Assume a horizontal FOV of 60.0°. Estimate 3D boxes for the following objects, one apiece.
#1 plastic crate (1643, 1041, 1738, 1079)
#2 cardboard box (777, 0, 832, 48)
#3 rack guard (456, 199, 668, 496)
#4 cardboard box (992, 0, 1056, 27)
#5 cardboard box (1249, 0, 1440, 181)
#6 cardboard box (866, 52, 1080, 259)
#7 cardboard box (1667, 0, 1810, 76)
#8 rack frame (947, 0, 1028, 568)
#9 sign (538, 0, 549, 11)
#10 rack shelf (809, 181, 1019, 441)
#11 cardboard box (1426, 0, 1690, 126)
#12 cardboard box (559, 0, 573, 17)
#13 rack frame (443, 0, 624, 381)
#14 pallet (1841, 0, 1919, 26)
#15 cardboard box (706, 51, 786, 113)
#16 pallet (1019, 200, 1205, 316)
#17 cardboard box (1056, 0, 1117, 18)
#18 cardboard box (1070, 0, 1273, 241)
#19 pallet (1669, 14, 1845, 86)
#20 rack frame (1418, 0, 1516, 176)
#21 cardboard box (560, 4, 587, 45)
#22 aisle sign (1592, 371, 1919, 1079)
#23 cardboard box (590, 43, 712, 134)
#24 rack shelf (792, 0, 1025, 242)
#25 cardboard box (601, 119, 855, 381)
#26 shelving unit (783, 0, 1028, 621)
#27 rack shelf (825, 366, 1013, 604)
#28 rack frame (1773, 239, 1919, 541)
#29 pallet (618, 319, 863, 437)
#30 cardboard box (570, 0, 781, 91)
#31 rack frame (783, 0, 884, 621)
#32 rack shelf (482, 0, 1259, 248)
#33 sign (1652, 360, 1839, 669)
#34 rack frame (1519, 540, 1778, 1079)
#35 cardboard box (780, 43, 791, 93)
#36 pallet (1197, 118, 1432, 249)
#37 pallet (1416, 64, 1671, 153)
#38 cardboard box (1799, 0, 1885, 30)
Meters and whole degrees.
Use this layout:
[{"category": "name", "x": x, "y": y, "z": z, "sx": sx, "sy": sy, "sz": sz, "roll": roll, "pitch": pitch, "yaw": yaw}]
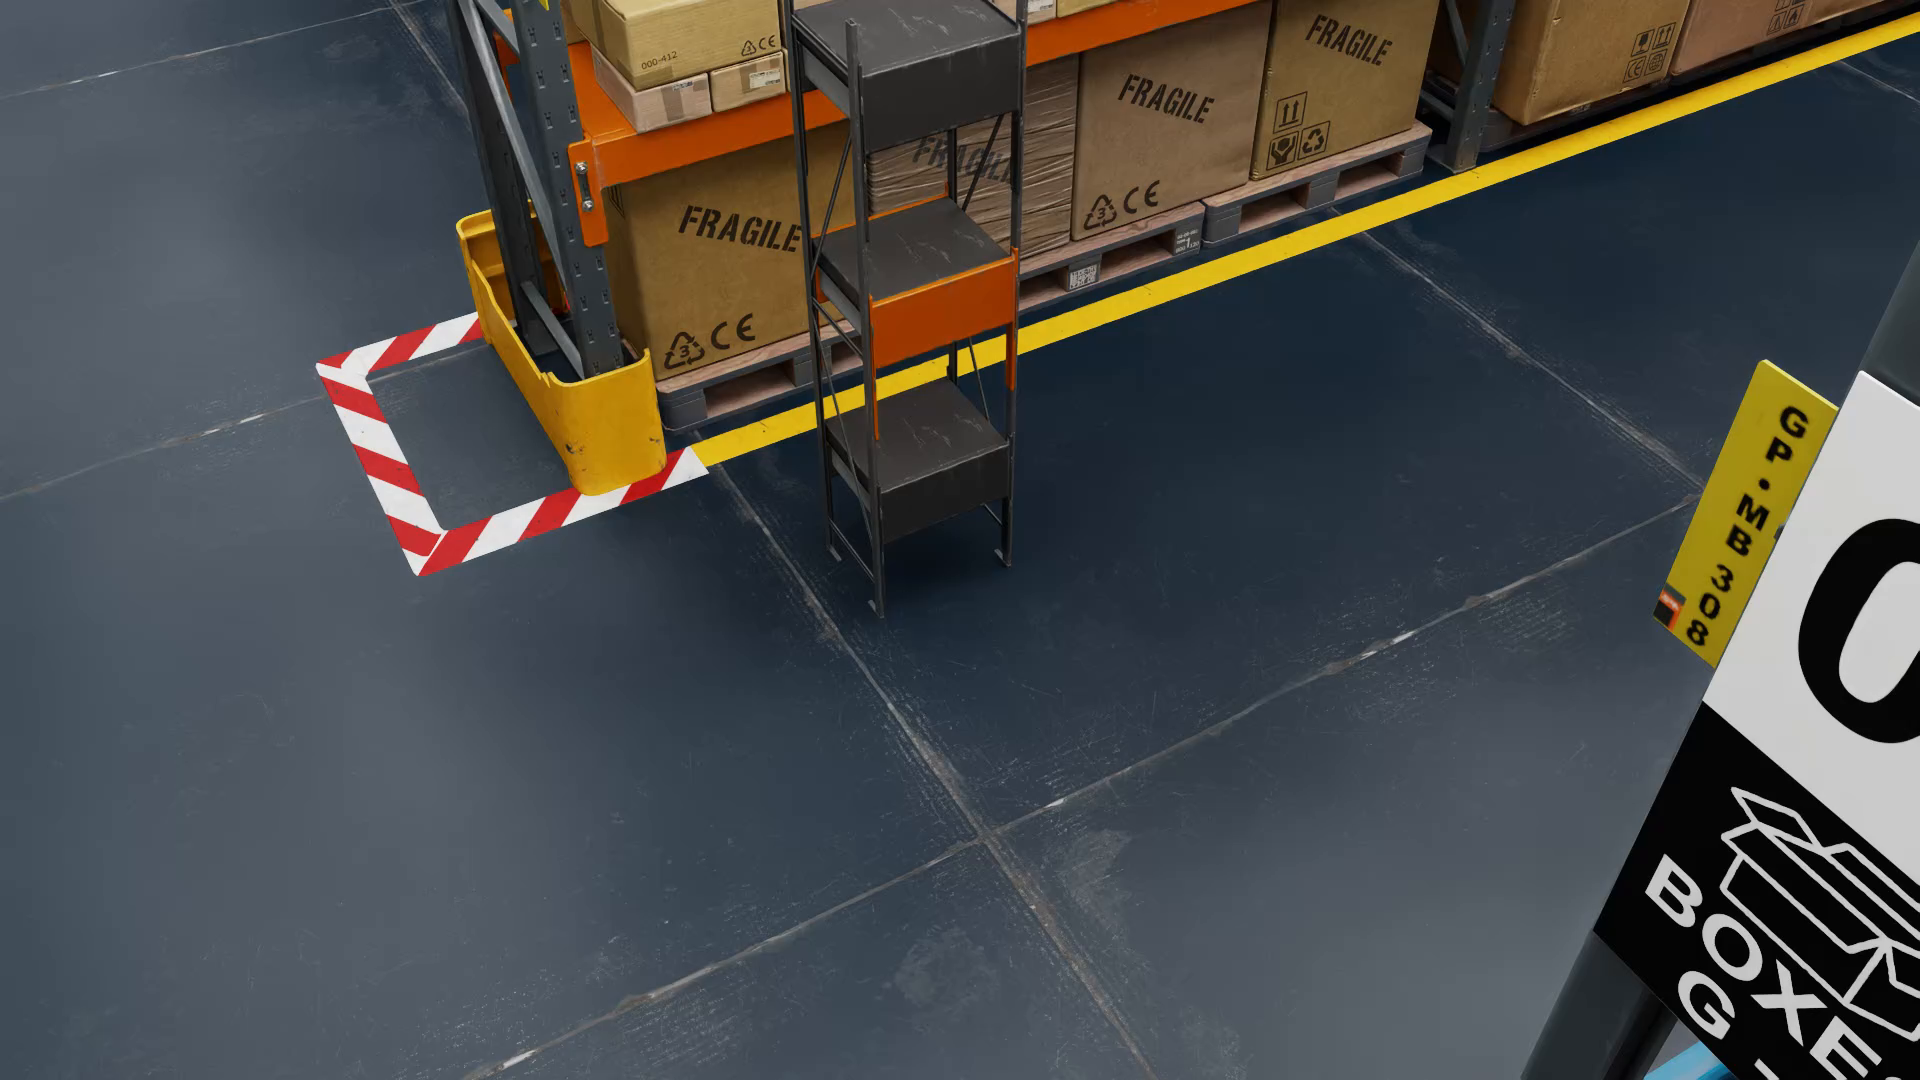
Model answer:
[{"category": "plastic crate", "x": 1.208, "y": 1.091, "z": 2.403, "sx": 0.499, "sy": 0.435, "sz": 0.616, "roll": -22, "pitch": 48, "yaw": -21}, {"category": "cardboard box", "x": -0.459, "y": -1.877, "z": 5.425, "sx": 0.500, "sy": 0.250, "sz": 0.500, "roll": -22, "pitch": 48, "yaw": -21}, {"category": "rack guard", "x": -1.478, "y": -0.731, "z": 6.144, "sx": 0.348, "sy": 0.500, "sz": 1.175, "roll": -22, "pitch": 48, "yaw": -21}, {"category": "cardboard box", "x": 0.129, "y": -1.918, "z": 5.753, "sx": 0.250, "sy": 0.149, "sz": 0.380, "roll": -22, "pitch": 48, "yaw": -21}, {"category": "cardboard box", "x": 1.399, "y": -2.232, "z": 7.120, "sx": 0.875, "sy": 0.875, "sz": 0.875, "roll": -22, "pitch": 48, "yaw": -21}, {"category": "cardboard box", "x": -0.153, "y": -1.611, "z": 6.480, "sx": 0.875, "sy": 0.875, "sz": 0.875, "roll": -22, "pitch": 48, "yaw": -21}, {"category": "cardboard box", "x": 3.331, "y": -2.957, "z": 7.867, "sx": 0.875, "sy": 0.875, "sz": 1.225, "roll": -23, "pitch": 49, "yaw": -22}, {"category": "rack frame", "x": 0.068, "y": -0.781, "z": 5.047, "sx": 0.015, "sy": 2.100, "sz": 0.400, "roll": -22, "pitch": 48, "yaw": -21}, {"category": "sign", "x": -1.186, "y": -1.638, "z": 4.606, "sx": 0.005, "sy": 0.325, "sz": 0.100, "roll": -22, "pitch": 48, "yaw": -21}, {"category": "rack shelf", "x": -0.144, "y": -0.686, "z": 4.969, "sx": 0.480, "sy": 0.518, "sz": 0.431, "roll": -22, "pitch": 48, "yaw": -21}, {"category": "cardboard box", "x": 2.556, "y": -2.647, "z": 7.548, "sx": 0.875, "sy": 0.875, "sz": 1.225, "roll": -22, "pitch": 48, "yaw": -21}, {"category": "cardboard box", "x": -1.169, "y": -2.018, "z": 5.570, "sx": 0.500, "sy": 0.250, "sz": 0.500, "roll": -23, "pitch": 48, "yaw": -22}, {"category": "rack frame", "x": -1.457, "y": -1.637, "z": 5.283, "sx": 0.127, "sy": 3.000, "sz": 1.000, "roll": -22, "pitch": 48, "yaw": -21}, {"category": "pallet", "x": 4.759, "y": -3.183, "z": 8.879, "sx": 1.213, "sy": 0.211, "sz": 1.003, "roll": -22, "pitch": 48, "yaw": -21}, {"category": "cardboard box", "x": -0.763, "y": -1.560, "z": 5.384, "sx": 0.250, "sy": 0.149, "sz": 0.380, "roll": -22, "pitch": 48, "yaw": -22}, {"category": "pallet", "x": 0.254, "y": -1.381, "z": 7.021, "sx": 1.213, "sy": 0.211, "sz": 1.003, "roll": -22, "pitch": 48, "yaw": -21}, {"category": "cardboard box", "x": 0.348, "y": -2.005, "z": 5.842, "sx": 0.250, "sy": 0.149, "sz": 0.380, "roll": -23, "pitch": 49, "yaw": -22}, {"category": "cardboard box", "x": 0.619, "y": -1.920, "z": 6.798, "sx": 0.875, "sy": 0.875, "sz": 0.875, "roll": -22, "pitch": 48, "yaw": -21}, {"category": "pallet", "x": 3.702, "y": -2.763, "z": 8.445, "sx": 1.213, "sy": 0.211, "sz": 1.003, "roll": -22, "pitch": 48, "yaw": -21}, {"category": "rack frame", "x": 2.011, "y": -3.024, "z": 6.713, "sx": 0.127, "sy": 3.000, "sz": 1.000, "roll": -22, "pitch": 48, "yaw": -21}, {"category": "cardboard box", "x": -1.312, "y": -1.869, "z": 5.702, "sx": 0.250, "sy": 0.149, "sz": 0.380, "roll": -21, "pitch": 48, "yaw": -20}, {"category": "aisle sign", "x": 0.802, "y": 0.269, "z": 1.452, "sx": 0.004, "sy": 0.787, "sz": 0.394, "roll": -22, "pitch": 48, "yaw": -21}, {"category": "cardboard box", "x": -0.985, "y": -1.470, "z": 5.292, "sx": 0.250, "sy": 0.149, "sz": 0.380, "roll": -21, "pitch": 48, "yaw": -21}, {"category": "rack shelf", "x": -0.144, "y": -1.189, "z": 4.482, "sx": 0.480, "sy": 0.518, "sz": 0.431, "roll": -22, "pitch": 48, "yaw": -21}, {"category": "cardboard box", "x": -0.942, "y": -1.295, "z": 6.155, "sx": 0.875, "sy": 0.875, "sz": 0.875, "roll": -22, "pitch": 48, "yaw": -21}, {"category": "shelving unit", "x": -0.144, "y": -0.696, "z": 4.960, "sx": 0.503, "sy": 2.100, "sz": 0.431, "roll": -22, "pitch": 48, "yaw": -21}, {"category": "rack shelf", "x": -0.144, "y": -0.184, "z": 5.457, "sx": 0.480, "sy": 0.518, "sz": 0.431, "roll": -22, "pitch": 48, "yaw": -21}, {"category": "rack frame", "x": 1.011, "y": -0.799, "z": 0.111, "sx": 0.127, "sy": 3.000, "sz": 1.000, "roll": -22, "pitch": 48, "yaw": -21}, {"category": "pallet", "x": -0.803, "y": -0.961, "z": 6.588, "sx": 1.213, "sy": 0.211, "sz": 1.003, "roll": -22, "pitch": 48, "yaw": -21}, {"category": "cardboard box", "x": -0.906, "y": -1.693, "z": 5.235, "sx": 0.500, "sy": 0.250, "sz": 0.500, "roll": -23, "pitch": 49, "yaw": -22}, {"category": "rack frame", "x": -0.355, "y": -0.611, "z": 4.872, "sx": 0.015, "sy": 2.100, "sz": 0.400, "roll": -22, "pitch": 48, "yaw": -21}, {"category": "rack shelf", "x": 0.277, "y": -2.072, "z": 6.248, "sx": 4.000, "sy": 0.370, "sz": 1.077, "roll": -22, "pitch": 48, "yaw": -21}, {"category": "sign", "x": 0.722, "y": -0.011, "z": 1.529, "sx": 0.005, "sy": 0.325, "sz": 0.100, "roll": -22, "pitch": 48, "yaw": -21}, {"category": "rack frame", "x": 1.011, "y": 1.354, "z": 2.201, "sx": 0.127, "sy": 3.000, "sz": 1.000, "roll": -22, "pitch": 48, "yaw": -21}, {"category": "cardboard box", "x": -0.541, "y": -1.649, "z": 5.476, "sx": 0.250, "sy": 0.149, "sz": 0.380, "roll": -23, "pitch": 49, "yaw": -22}, {"category": "pallet", "x": 1.313, "y": -1.807, "z": 7.461, "sx": 1.213, "sy": 0.211, "sz": 1.003, "roll": -22, "pitch": 48, "yaw": -21}, {"category": "pallet", "x": 2.643, "y": -2.337, "z": 8.006, "sx": 1.213, "sy": 0.211, "sz": 1.003, "roll": -22, "pitch": 48, "yaw": -21}, {"category": "cardboard box", "x": 4.094, "y": -3.269, "z": 8.189, "sx": 0.875, "sy": 0.875, "sz": 1.225, "roll": -22, "pitch": 48, "yaw": -21}]
